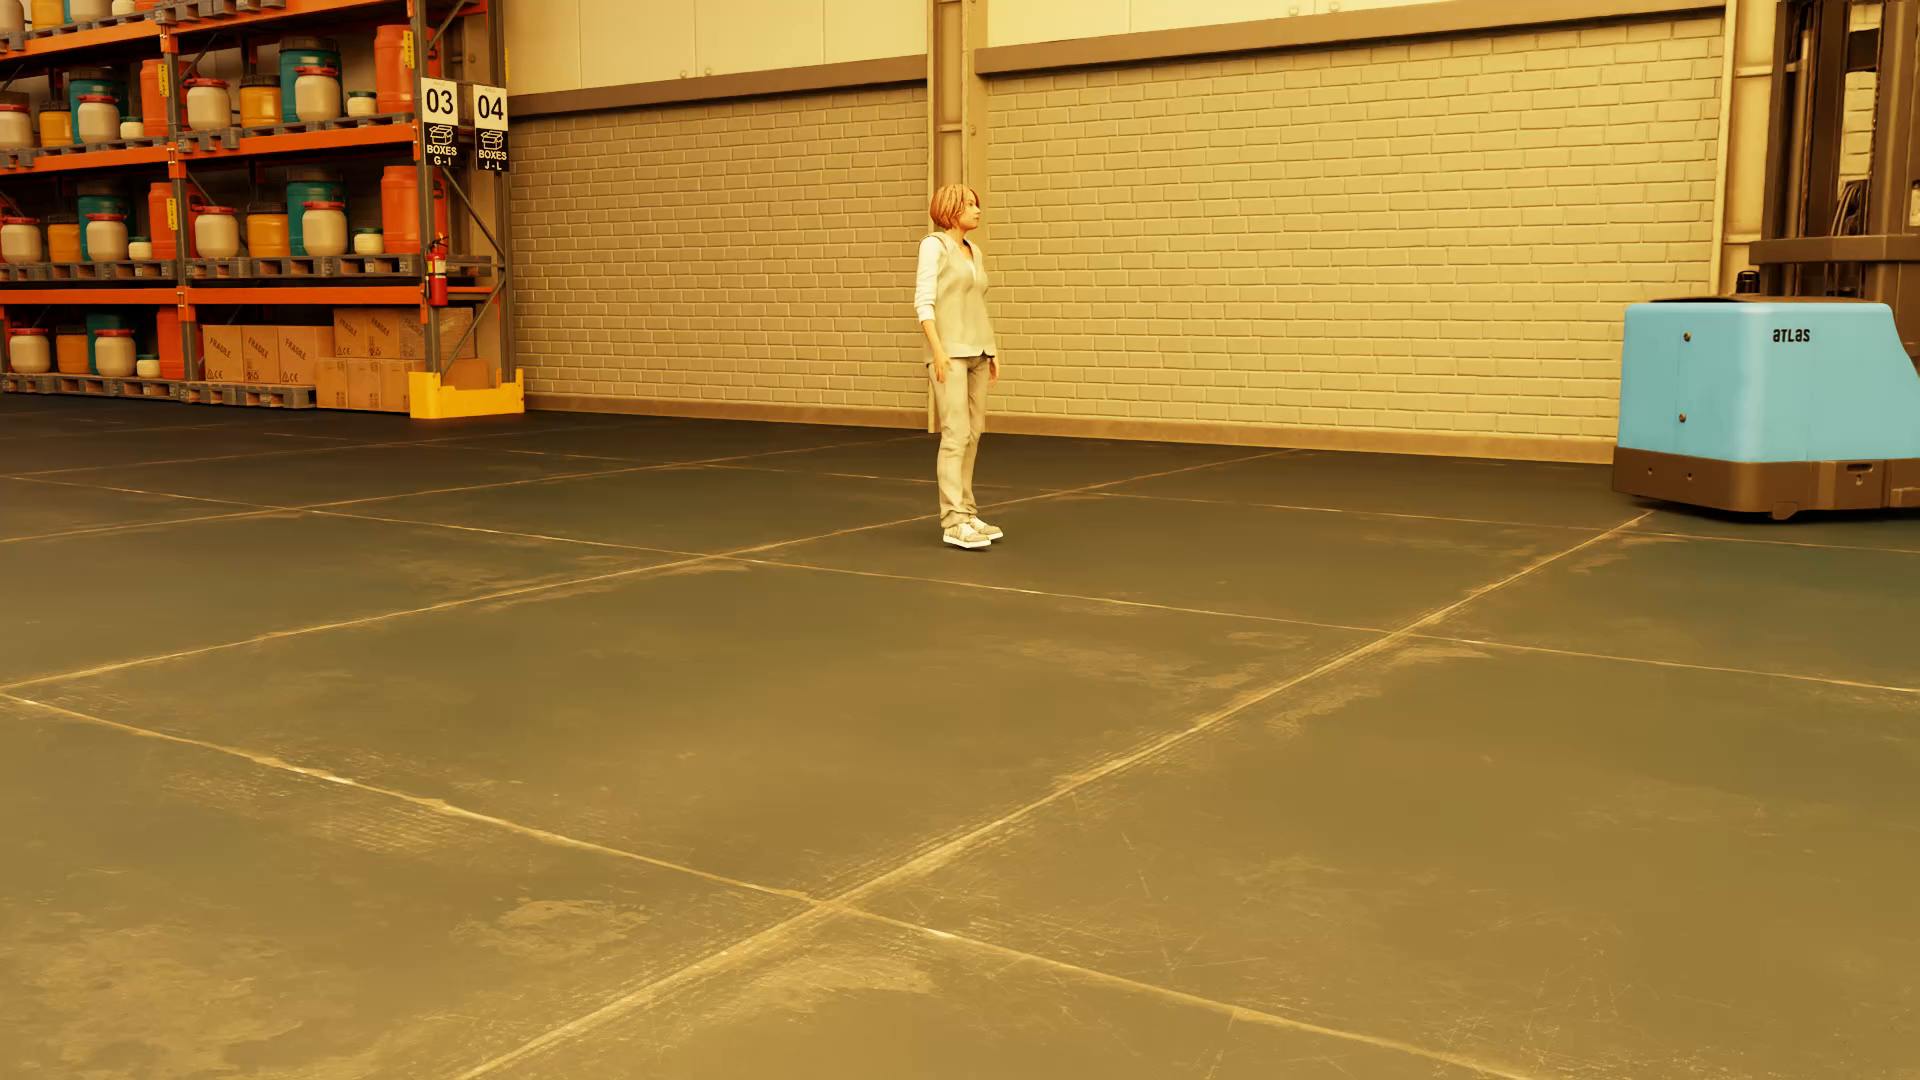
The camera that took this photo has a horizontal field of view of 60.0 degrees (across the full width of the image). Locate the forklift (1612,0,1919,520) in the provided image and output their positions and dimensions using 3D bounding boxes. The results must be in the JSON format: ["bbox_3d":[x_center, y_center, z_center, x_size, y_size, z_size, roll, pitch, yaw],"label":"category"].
[{"bbox_3d":[5.082,-1.637,8.705,3.031,2.935,1.130,-2,8,-15],"label":"forklift"}]

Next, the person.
[{"bbox_3d":[0.054,-0.790,7.438,0.473,1.599,0.521,5,10,34],"label":"person"}]
